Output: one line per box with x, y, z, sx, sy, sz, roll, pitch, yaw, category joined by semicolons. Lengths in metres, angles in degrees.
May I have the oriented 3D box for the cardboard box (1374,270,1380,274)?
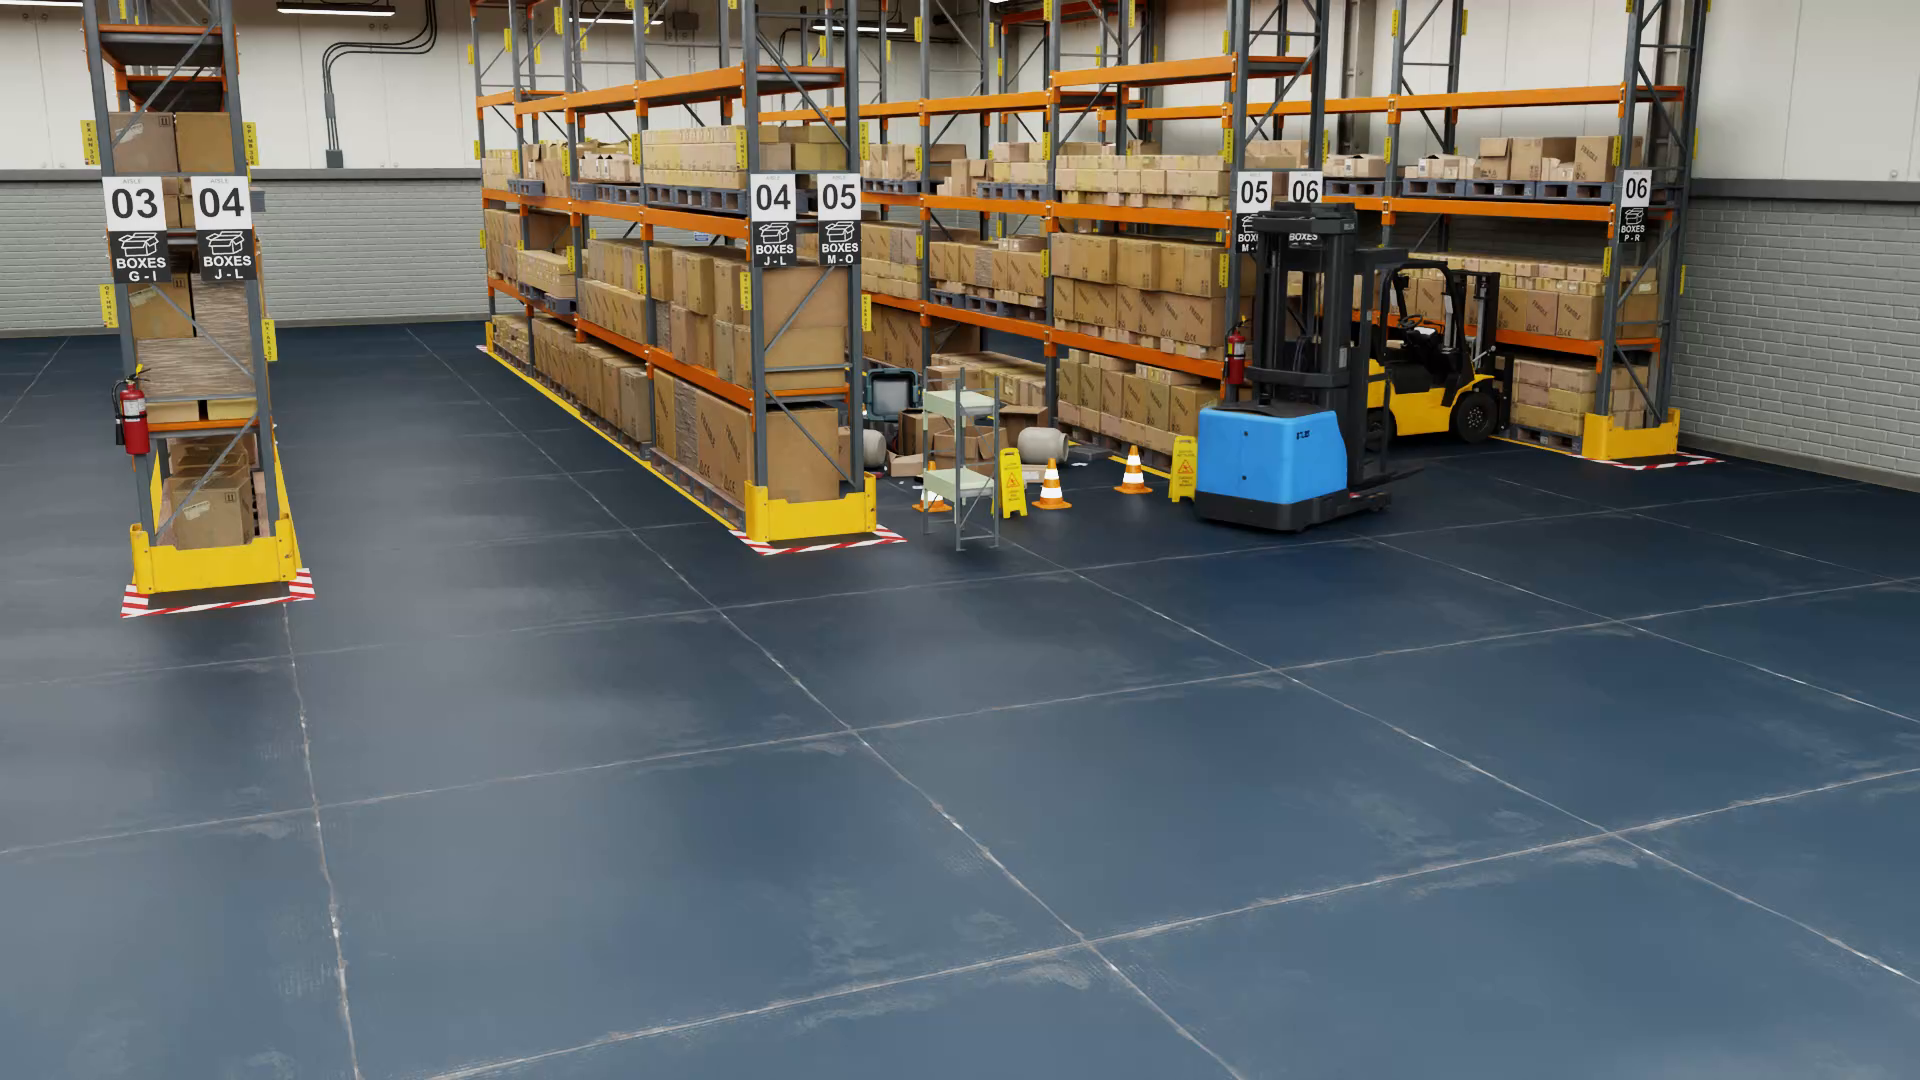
5.740;-3.690;22.502;0.380;0.149;0.250;-5;14;-21;cardboard box

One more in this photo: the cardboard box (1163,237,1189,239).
3.386;-4.792;27.769;0.700;0.500;0.500;-6;14;-23;cardboard box

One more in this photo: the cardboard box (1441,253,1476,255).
6.547;-3.691;21.843;0.380;0.149;0.250;-6;14;-24;cardboard box

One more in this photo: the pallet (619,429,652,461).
-3.340;-1.152;19.380;1.003;0.211;1.213;-6;14;-23;pallet

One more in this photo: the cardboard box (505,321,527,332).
-7.325;-3.534;27.558;0.380;0.149;0.250;-5;14;-22;cardboard box

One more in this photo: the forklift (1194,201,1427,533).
3.551;-1.764;15.991;1.130;2.935;3.031;12;17;41;forklift

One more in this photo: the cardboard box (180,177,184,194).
-6.072;-2.868;13.406;0.380;0.149;0.250;-6;14;-24;cardboard box

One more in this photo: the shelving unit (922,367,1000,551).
0.003;-0.729;14.695;0.431;1.500;0.755;-6;14;-23;shelving unit

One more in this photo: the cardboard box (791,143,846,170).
-1.318;-3.441;14.953;0.500;0.250;0.500;-6;14;-23;cardboard box

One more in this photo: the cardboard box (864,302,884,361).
-0.981;-3.342;26.436;0.875;0.875;0.875;-5;14;-21;cardboard box

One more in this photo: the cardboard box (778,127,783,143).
-1.504;-3.767;15.477;0.380;0.149;0.250;-5;14;-22;cardboard box

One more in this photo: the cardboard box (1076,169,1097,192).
1.674;-4.138;19.117;0.500;0.250;0.500;-6;14;-23;cardboard box

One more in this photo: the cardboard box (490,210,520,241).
-7.624;-5.298;28.008;0.500;0.500;0.500;-5;14;-21;cardboard box

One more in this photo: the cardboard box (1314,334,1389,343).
5.557;-2.591;23.746;0.875;0.625;0.625;-6;14;-24;cardboard box

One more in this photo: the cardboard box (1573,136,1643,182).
7.282;-4.282;18.690;0.500;0.500;0.500;-5;14;-21;cardboard box

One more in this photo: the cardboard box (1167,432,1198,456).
2.556;-1.012;17.758;0.500;0.250;0.500;-6;14;-23;cardboard box

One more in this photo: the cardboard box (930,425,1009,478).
0.112;-0.918;17.719;0.637;0.503;0.797;6;14;26;cardboard box

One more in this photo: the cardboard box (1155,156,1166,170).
2.316;-4.043;17.822;0.380;0.149;0.250;-6;14;-25;cardboard box

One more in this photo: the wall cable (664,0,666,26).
-7.228;-12.160;34.148;2.355;3.000;0.029;-6;14;-23;wall cable

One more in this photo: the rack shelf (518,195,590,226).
-5.365;-4.709;23.505;1.077;0.370;4.000;-6;14;-23;rack shelf

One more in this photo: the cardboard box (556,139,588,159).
-5.183;-5.232;22.253;0.396;0.266;0.258;-6;14;-23;cardboard box

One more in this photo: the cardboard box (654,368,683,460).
-2.774;-1.391;18.010;0.875;0.875;0.875;-5;14;-22;cardboard box

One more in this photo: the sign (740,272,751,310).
-1.862;-2.165;14.479;0.100;0.325;0.005;-6;14;-23;sign

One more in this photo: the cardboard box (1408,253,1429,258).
5.936;-3.692;21.850;0.380;0.149;0.250;-5;14;-22;cardboard box

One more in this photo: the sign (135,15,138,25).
-11.270;-6.994;22.708;0.100;0.325;0.005;-6;14;-23;sign

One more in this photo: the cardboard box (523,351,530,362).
-6.636;-2.877;26.039;0.380;0.149;0.250;-5;14;-22;cardboard box

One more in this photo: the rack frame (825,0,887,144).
-1.671;-7.402;26.893;1.000;3.000;0.127;-6;14;-23;rack frame

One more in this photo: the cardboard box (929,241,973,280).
-0.101;-3.937;23.415;0.500;0.500;0.500;-6;14;-25;cardboard box

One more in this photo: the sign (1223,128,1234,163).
2.619;-3.846;16.221;0.100;0.325;0.005;-6;14;-23;sign

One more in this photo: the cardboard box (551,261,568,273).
-5.279;-3.668;22.374;0.380;0.149;0.250;-6;14;-24;cardboard box

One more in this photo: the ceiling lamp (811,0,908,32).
-1.934;-11.864;33.230;2.000;3.185;0.800;-6;14;-23;ceiling lamp

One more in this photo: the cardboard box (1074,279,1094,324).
1.677;-2.802;19.443;0.500;0.500;0.500;-6;14;-23;cardboard box

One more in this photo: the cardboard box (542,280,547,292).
-5.590;-3.539;23.134;0.380;0.149;0.250;-6;14;-25;cardboard box

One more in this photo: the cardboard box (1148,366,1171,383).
2.269;-1.810;18.103;0.380;0.149;0.250;-5;14;-22;cardboard box

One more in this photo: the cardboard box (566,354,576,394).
-5.067;-2.284;22.697;0.500;0.500;0.500;-6;14;-23;cardboard box

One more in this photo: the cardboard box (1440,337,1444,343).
6.454;-2.543;22.155;0.500;0.250;0.500;-5;14;-22;cardboard box

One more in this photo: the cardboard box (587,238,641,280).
-4.393;-3.627;21.448;0.700;0.500;0.500;-6;14;-23;cardboard box

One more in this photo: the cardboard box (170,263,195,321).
-6.795;-2.083;14.118;0.500;0.500;0.500;-6;14;-23;cardboard box

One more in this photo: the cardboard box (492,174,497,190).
-7.398;-5.895;27.370;0.500;0.250;0.500;-6;14;-25;cardboard box

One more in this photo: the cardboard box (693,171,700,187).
-2.312;-3.425;15.766;0.380;0.149;0.250;-6;14;-23;cardboard box

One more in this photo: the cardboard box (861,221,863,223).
-1.758;-4.898;26.940;0.500;0.500;0.500;-5;14;-22;cardboard box

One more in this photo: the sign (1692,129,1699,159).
8.193;-4.423;18.563;0.100;0.325;0.005;-6;14;-23;sign

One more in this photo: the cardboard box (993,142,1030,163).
0.755;-4.980;21.373;0.500;0.250;0.500;-5;14;-22;cardboard box

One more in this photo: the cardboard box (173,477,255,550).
-6.179;-0.222;13.788;0.500;0.500;0.500;-3;13;-13;cardboard box

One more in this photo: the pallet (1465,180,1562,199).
6.930;-4.268;20.202;1.003;0.211;1.213;-6;14;-23;pallet

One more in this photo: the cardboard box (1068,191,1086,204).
1.485;-4.019;19.488;0.380;0.149;0.250;-6;14;-23;cardboard box

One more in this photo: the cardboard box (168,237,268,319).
-7.737;-2.605;17.209;1.000;1.000;1.000;-6;14;-23;cardboard box

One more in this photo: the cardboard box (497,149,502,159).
-7.204;-6.192;26.660;0.380;0.149;0.250;-6;14;-24;cardboard box

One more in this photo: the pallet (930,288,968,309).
0.314;-3.421;23.426;1.213;0.211;1.003;-6;14;-23;pallet

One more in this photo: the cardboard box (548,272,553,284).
-5.395;-3.582;22.659;0.380;0.149;0.250;-5;14;-22;cardboard box

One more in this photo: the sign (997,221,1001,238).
0.776;-6.127;32.771;0.100;0.325;0.005;-6;14;-23;sign

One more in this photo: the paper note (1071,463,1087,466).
1.331;-0.845;18.455;0.142;0.019;0.148;-12;18;-42;paper note

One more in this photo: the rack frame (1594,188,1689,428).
7.682;-2.449;18.798;1.000;3.000;0.127;-6;14;-23;rack frame

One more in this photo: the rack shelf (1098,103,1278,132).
3.676;-6.892;27.174;1.077;0.370;4.000;-6;14;-23;rack shelf

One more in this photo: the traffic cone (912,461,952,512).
-0.271;-0.534;16.150;0.336;0.463;0.334;-6;14;-23;traffic cone

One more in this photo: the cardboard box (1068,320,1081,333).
1.514;-2.562;19.845;0.380;0.149;0.250;-5;14;-21;cardboard box

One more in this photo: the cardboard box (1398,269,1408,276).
5.967;-3.550;21.897;0.380;0.149;0.250;-6;14;-24;cardboard box

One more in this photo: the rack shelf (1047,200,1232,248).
2.334;-3.524;18.386;1.077;0.370;4.000;-6;14;-23;rack shelf
